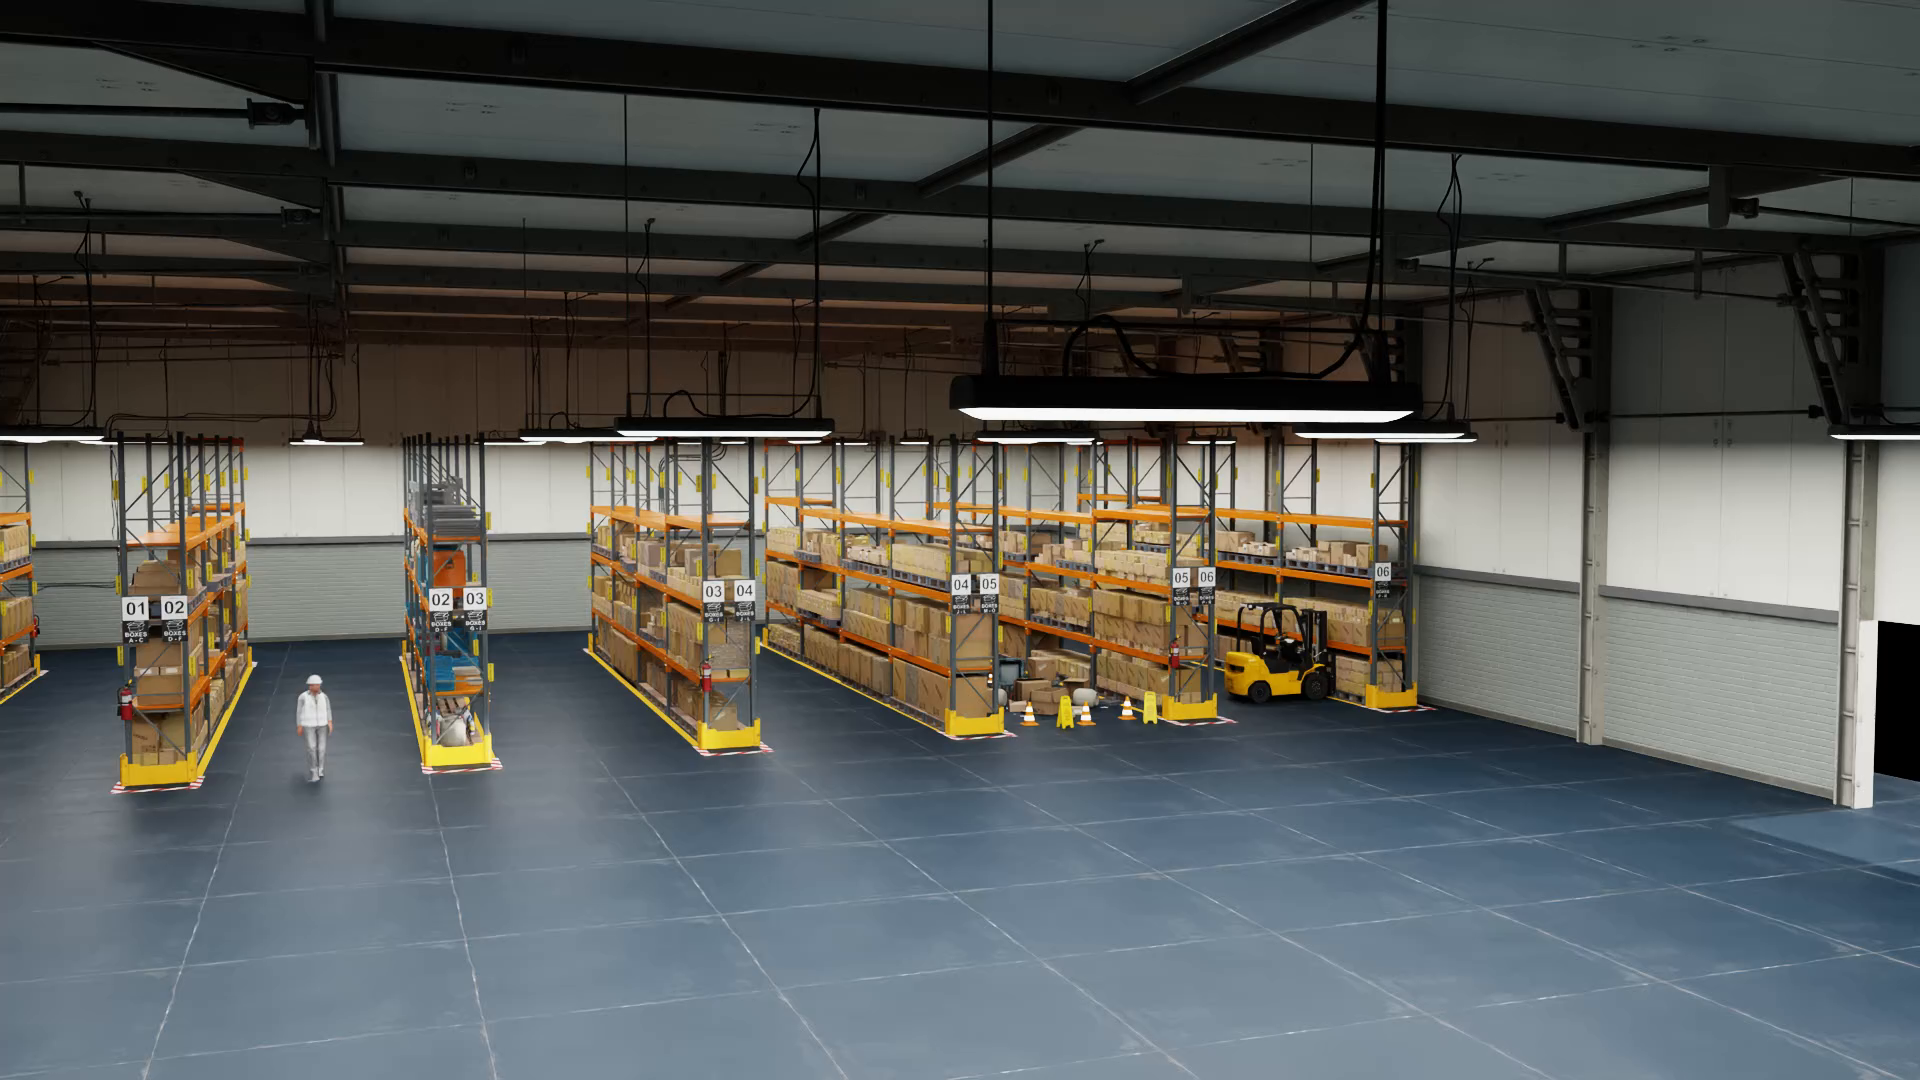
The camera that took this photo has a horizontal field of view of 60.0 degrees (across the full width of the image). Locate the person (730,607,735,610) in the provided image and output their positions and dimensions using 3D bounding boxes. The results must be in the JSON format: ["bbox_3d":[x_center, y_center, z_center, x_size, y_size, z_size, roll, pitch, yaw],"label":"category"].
[{"bbox_3d":[-6.836,2.007,51.267,0.556,1.700,1.054,0,3,-1],"label":"person"}]

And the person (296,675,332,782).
[{"bbox_3d":[-11.122,3.253,28.804,0.561,1.789,0.676,-3,4,-42],"label":"person"}]

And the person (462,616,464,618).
[{"bbox_3d":[-13.758,2.245,46.704,1.029,1.734,0.630,3,4,41],"label":"person"}]
